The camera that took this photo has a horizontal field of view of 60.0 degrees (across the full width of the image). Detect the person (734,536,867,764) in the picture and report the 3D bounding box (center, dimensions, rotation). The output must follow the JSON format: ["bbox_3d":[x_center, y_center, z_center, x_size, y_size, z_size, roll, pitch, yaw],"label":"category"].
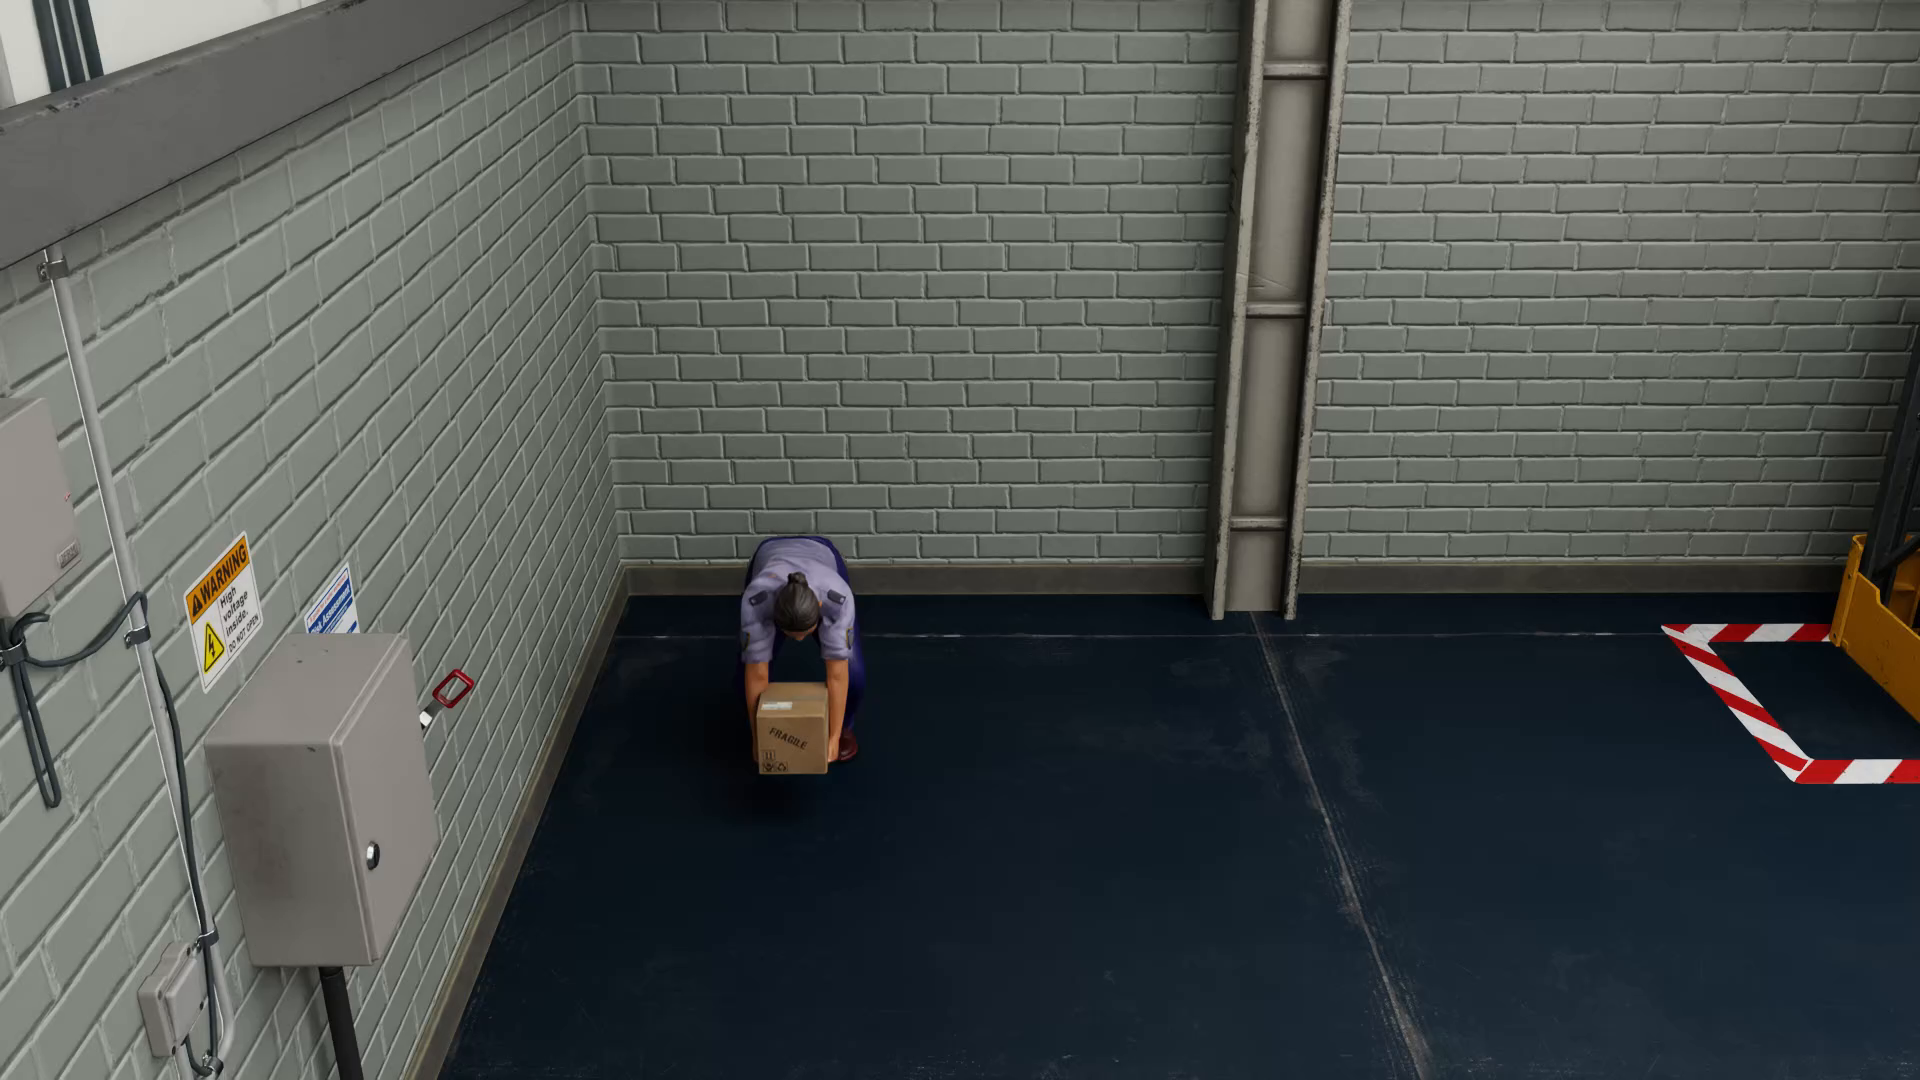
[{"bbox_3d":[-0.621,0.455,6.426,0.518,0.983,0.893,-1,24,-3],"label":"person"}]
